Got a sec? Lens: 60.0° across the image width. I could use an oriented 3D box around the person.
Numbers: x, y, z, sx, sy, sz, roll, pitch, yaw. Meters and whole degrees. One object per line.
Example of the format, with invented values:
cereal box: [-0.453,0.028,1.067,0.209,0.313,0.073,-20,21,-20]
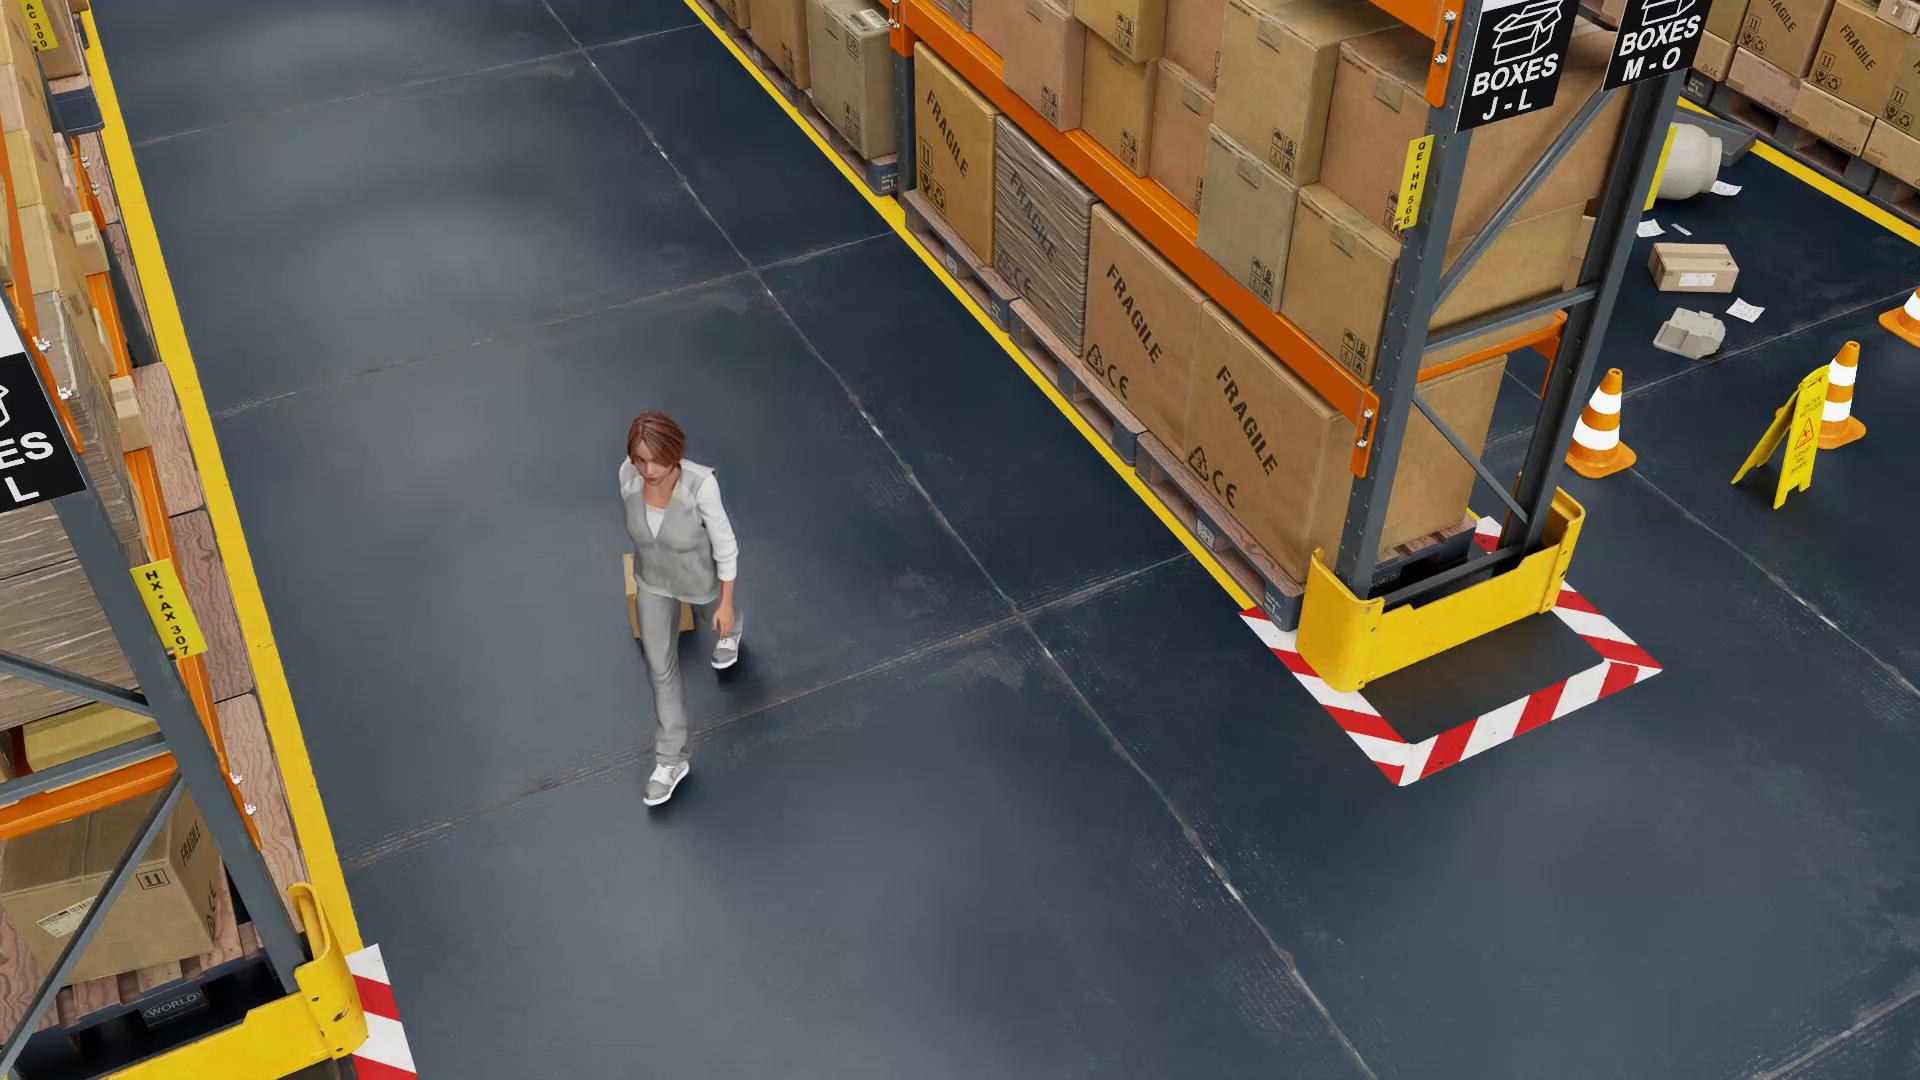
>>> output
person: [-0.993,0.130,6.025,0.443,1.533,0.983,4,42,5]
